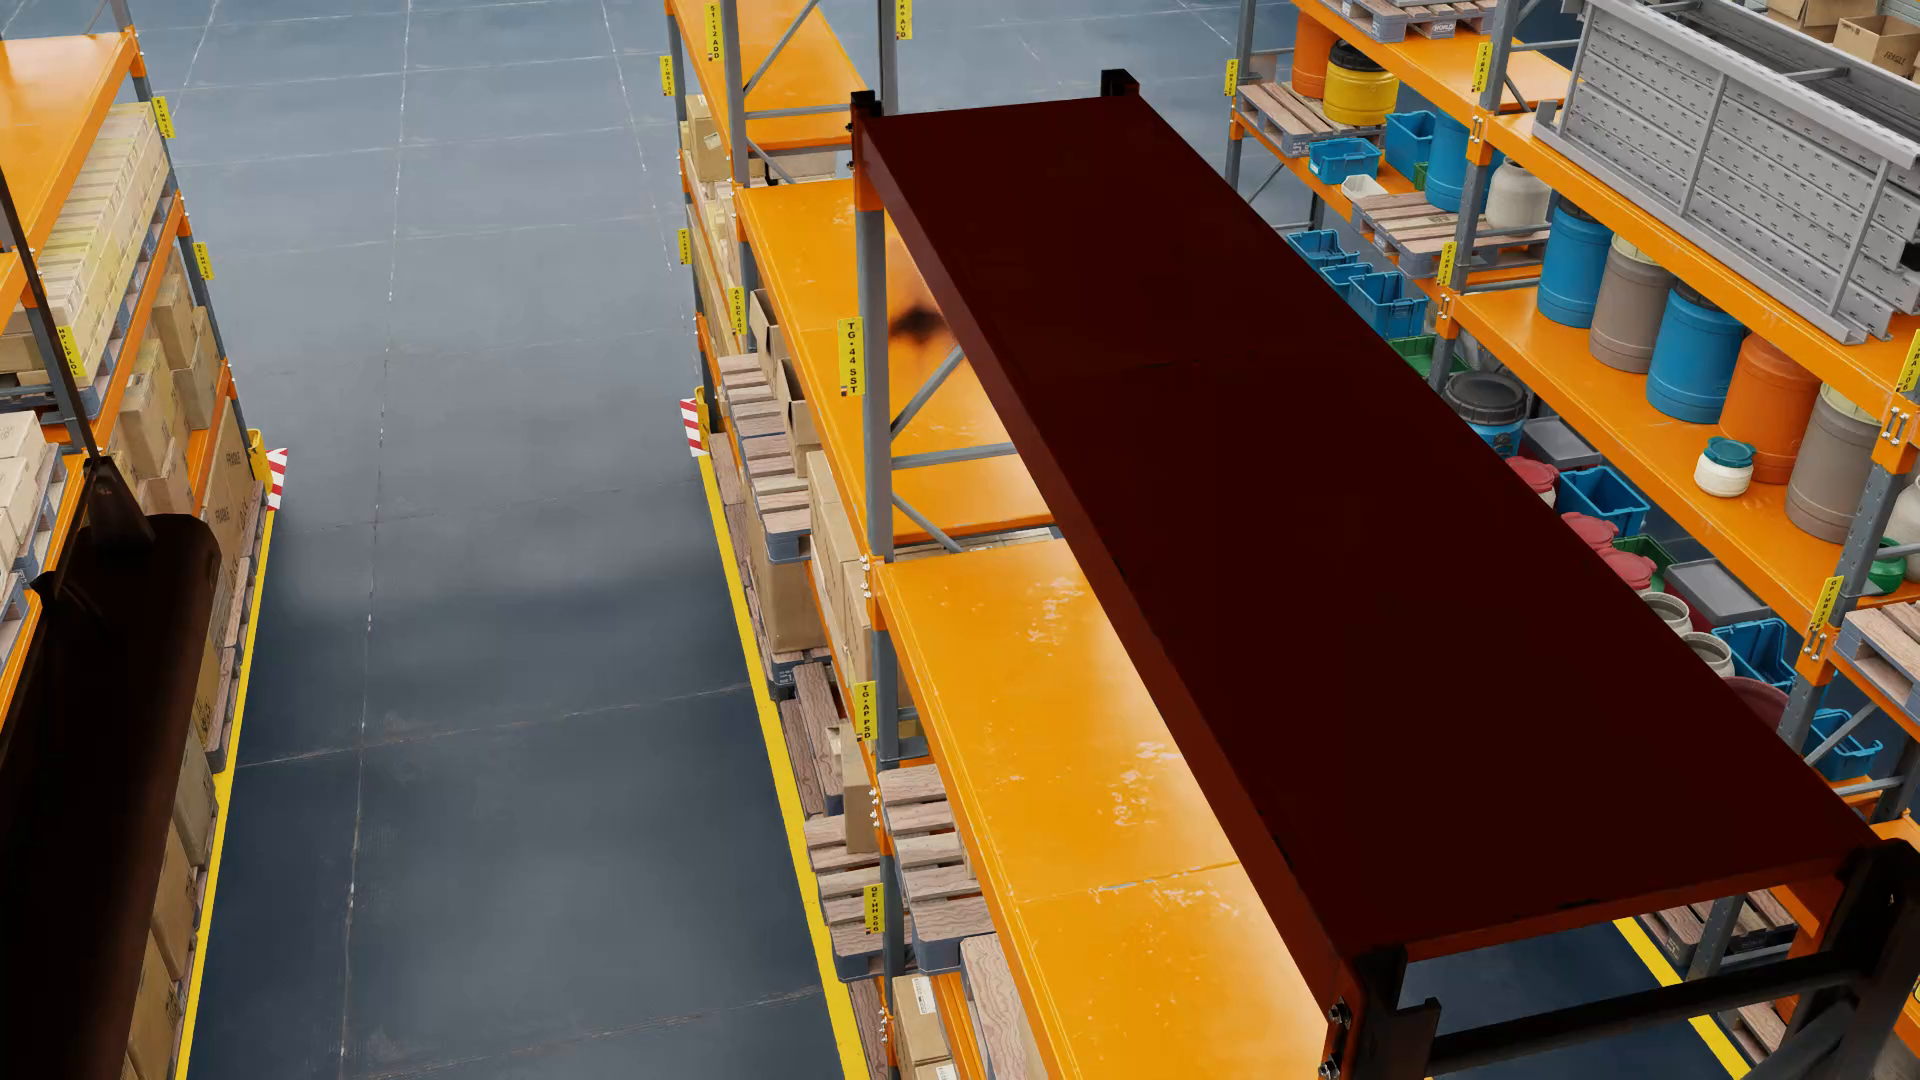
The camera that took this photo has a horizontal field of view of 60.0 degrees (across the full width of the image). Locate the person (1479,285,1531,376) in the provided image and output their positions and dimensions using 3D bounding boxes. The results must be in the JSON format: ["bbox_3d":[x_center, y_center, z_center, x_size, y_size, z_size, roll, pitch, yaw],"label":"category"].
[{"bbox_3d":[4.970,-1.617,15.092,0.536,1.568,0.506,-7,35,-11],"label":"person"}]

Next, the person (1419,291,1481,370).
[{"bbox_3d":[4.667,-2.326,15.927,0.743,1.808,0.818,-11,36,-16],"label":"person"}]
